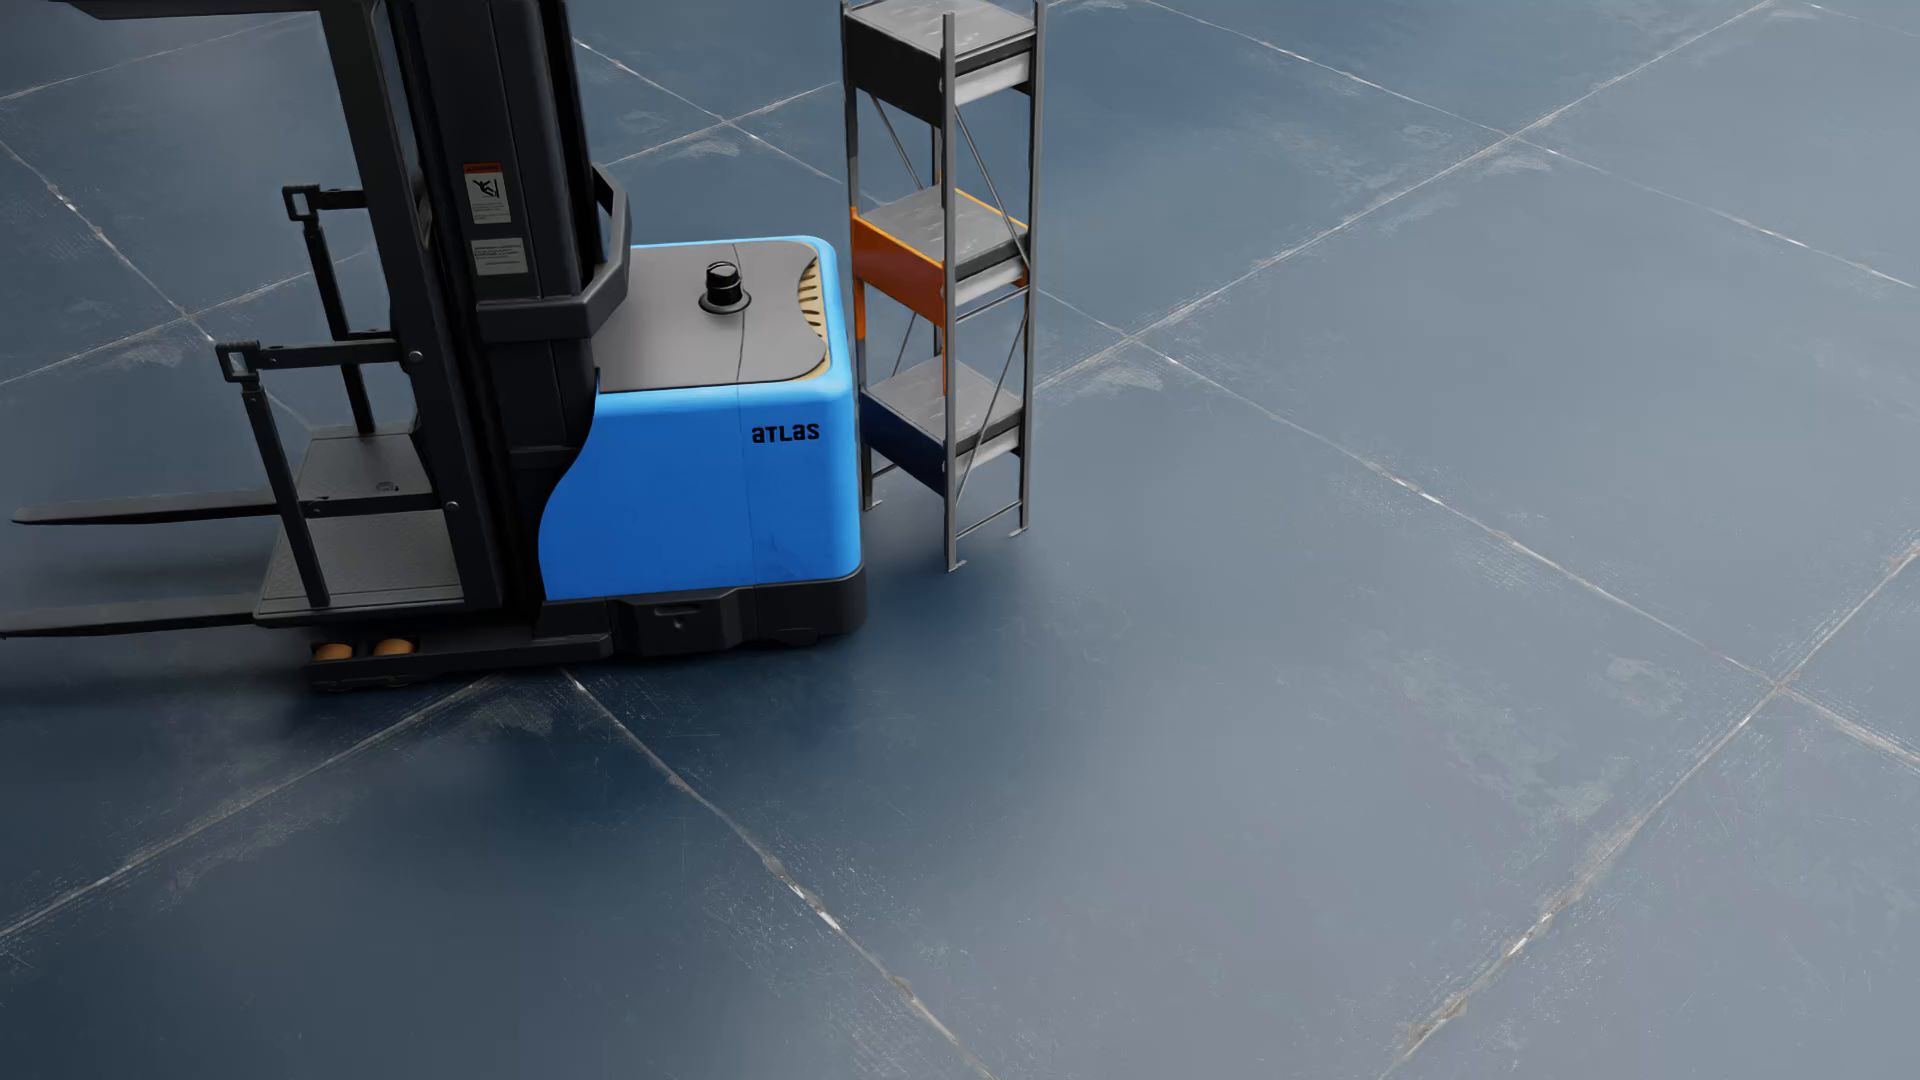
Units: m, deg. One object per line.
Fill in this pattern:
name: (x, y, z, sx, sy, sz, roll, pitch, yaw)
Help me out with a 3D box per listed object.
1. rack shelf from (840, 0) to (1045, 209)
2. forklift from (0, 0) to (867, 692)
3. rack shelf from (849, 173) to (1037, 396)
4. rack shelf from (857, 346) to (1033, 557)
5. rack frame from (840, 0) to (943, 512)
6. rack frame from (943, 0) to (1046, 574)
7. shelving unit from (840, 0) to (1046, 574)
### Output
rack shelf: (-0.056, -1.428, 5.255, 0.431, 0.518, 0.480, -29, 47, -31)
forklift: (-1.880, -0.981, 5.131, 3.031, 2.935, 1.130, -4, 39, -5)
rack shelf: (-0.056, -0.884, 5.694, 0.431, 0.518, 0.480, -29, 47, -31)
rack shelf: (-0.056, -0.339, 6.134, 0.431, 0.518, 0.480, -29, 47, -31)
rack frame: (-0.217, -1.009, 5.828, 0.400, 2.100, 0.015, -29, 47, -31)
rack frame: (0.105, -0.779, 5.543, 0.400, 2.100, 0.015, -29, 47, -31)
shelving unit: (-0.056, -0.894, 5.686, 0.431, 2.100, 0.503, -29, 47, -31)
